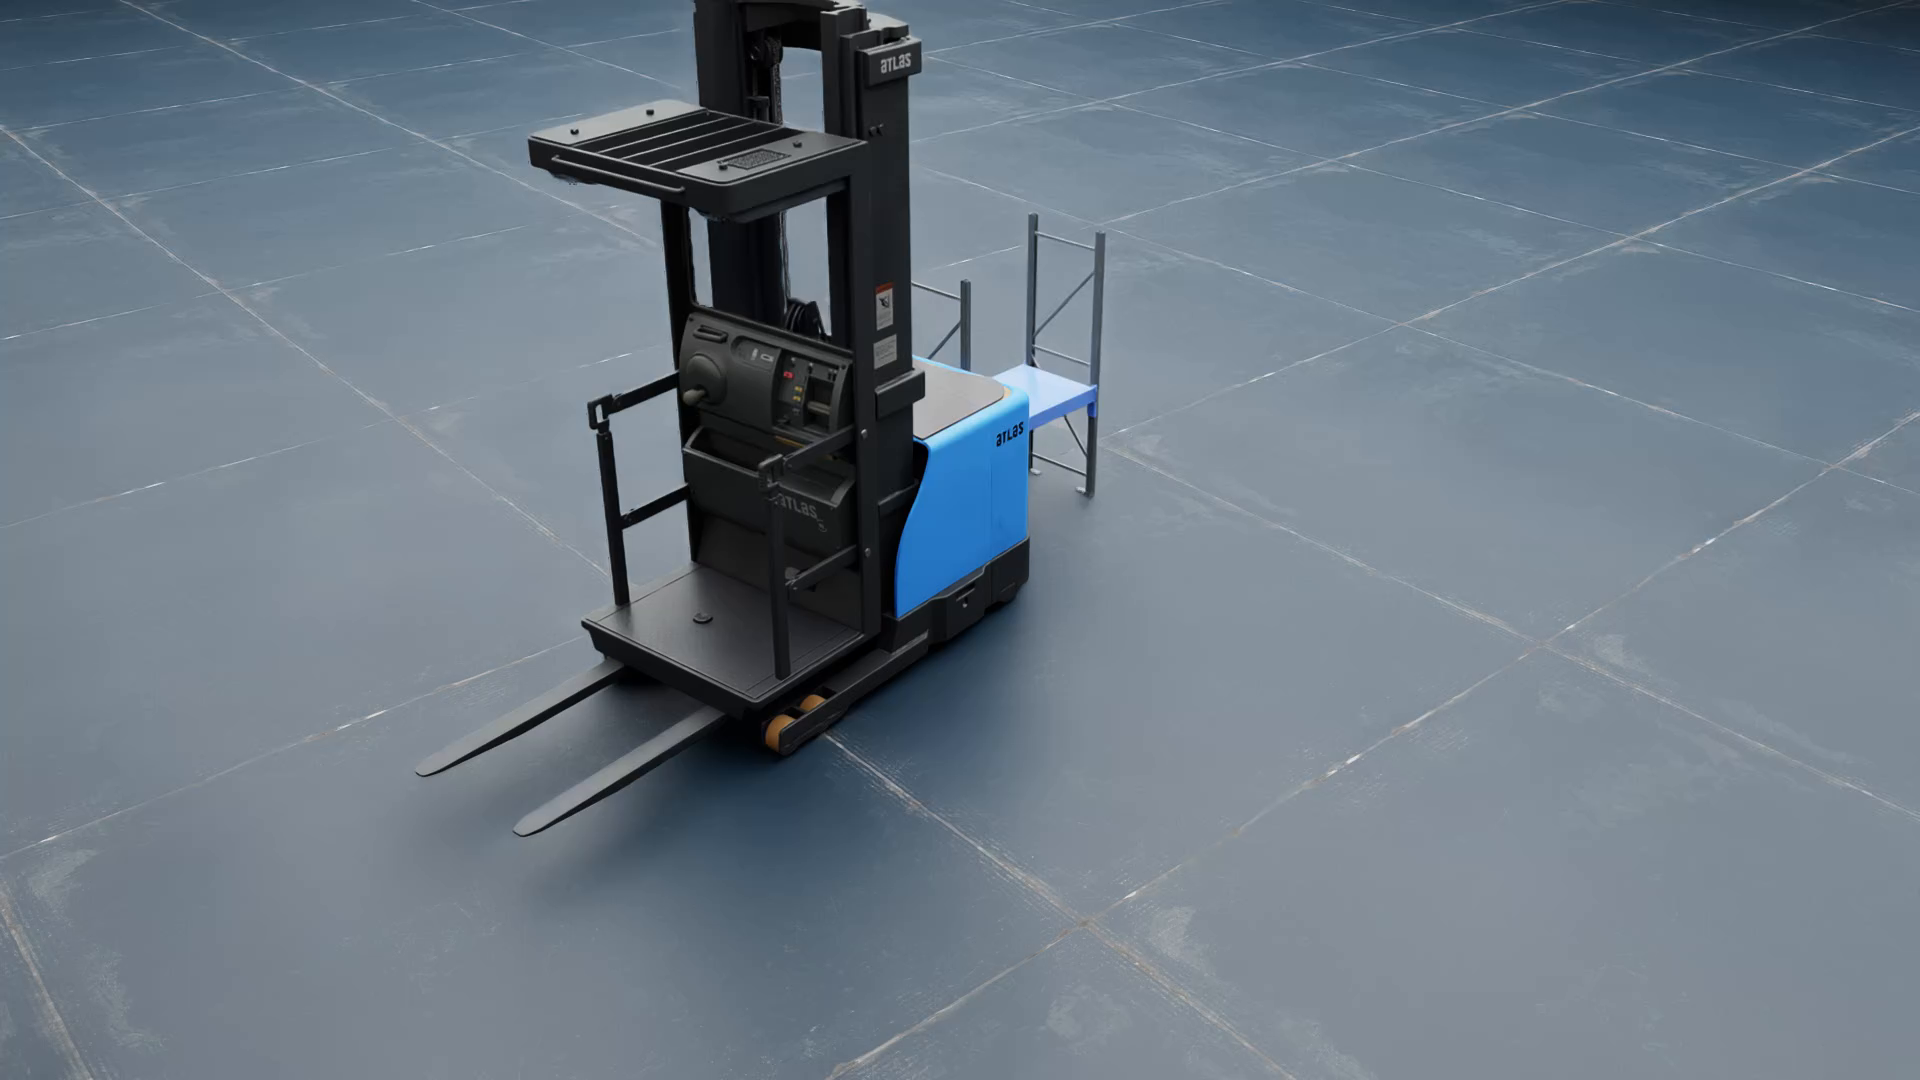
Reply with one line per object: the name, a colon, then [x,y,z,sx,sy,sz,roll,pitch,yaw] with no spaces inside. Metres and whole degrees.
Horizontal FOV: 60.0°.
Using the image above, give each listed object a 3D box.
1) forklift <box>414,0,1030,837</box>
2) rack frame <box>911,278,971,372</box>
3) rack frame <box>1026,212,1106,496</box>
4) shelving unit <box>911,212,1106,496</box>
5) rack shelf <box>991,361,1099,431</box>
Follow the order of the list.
forklift: [-0.962,-0.647,6.851,1.130,2.935,3.031,20,34,33]
rack frame: [-0.139,-0.642,8.361,0.500,1.500,0.032,24,36,37]
rack frame: [0.555,-0.992,9.016,0.500,1.500,0.032,24,36,37]
shelving unit: [0.208,-0.817,8.688,0.538,1.500,1.048,24,36,37]
rack shelf: [0.208,-0.659,8.773,0.538,0.185,1.000,24,36,37]
